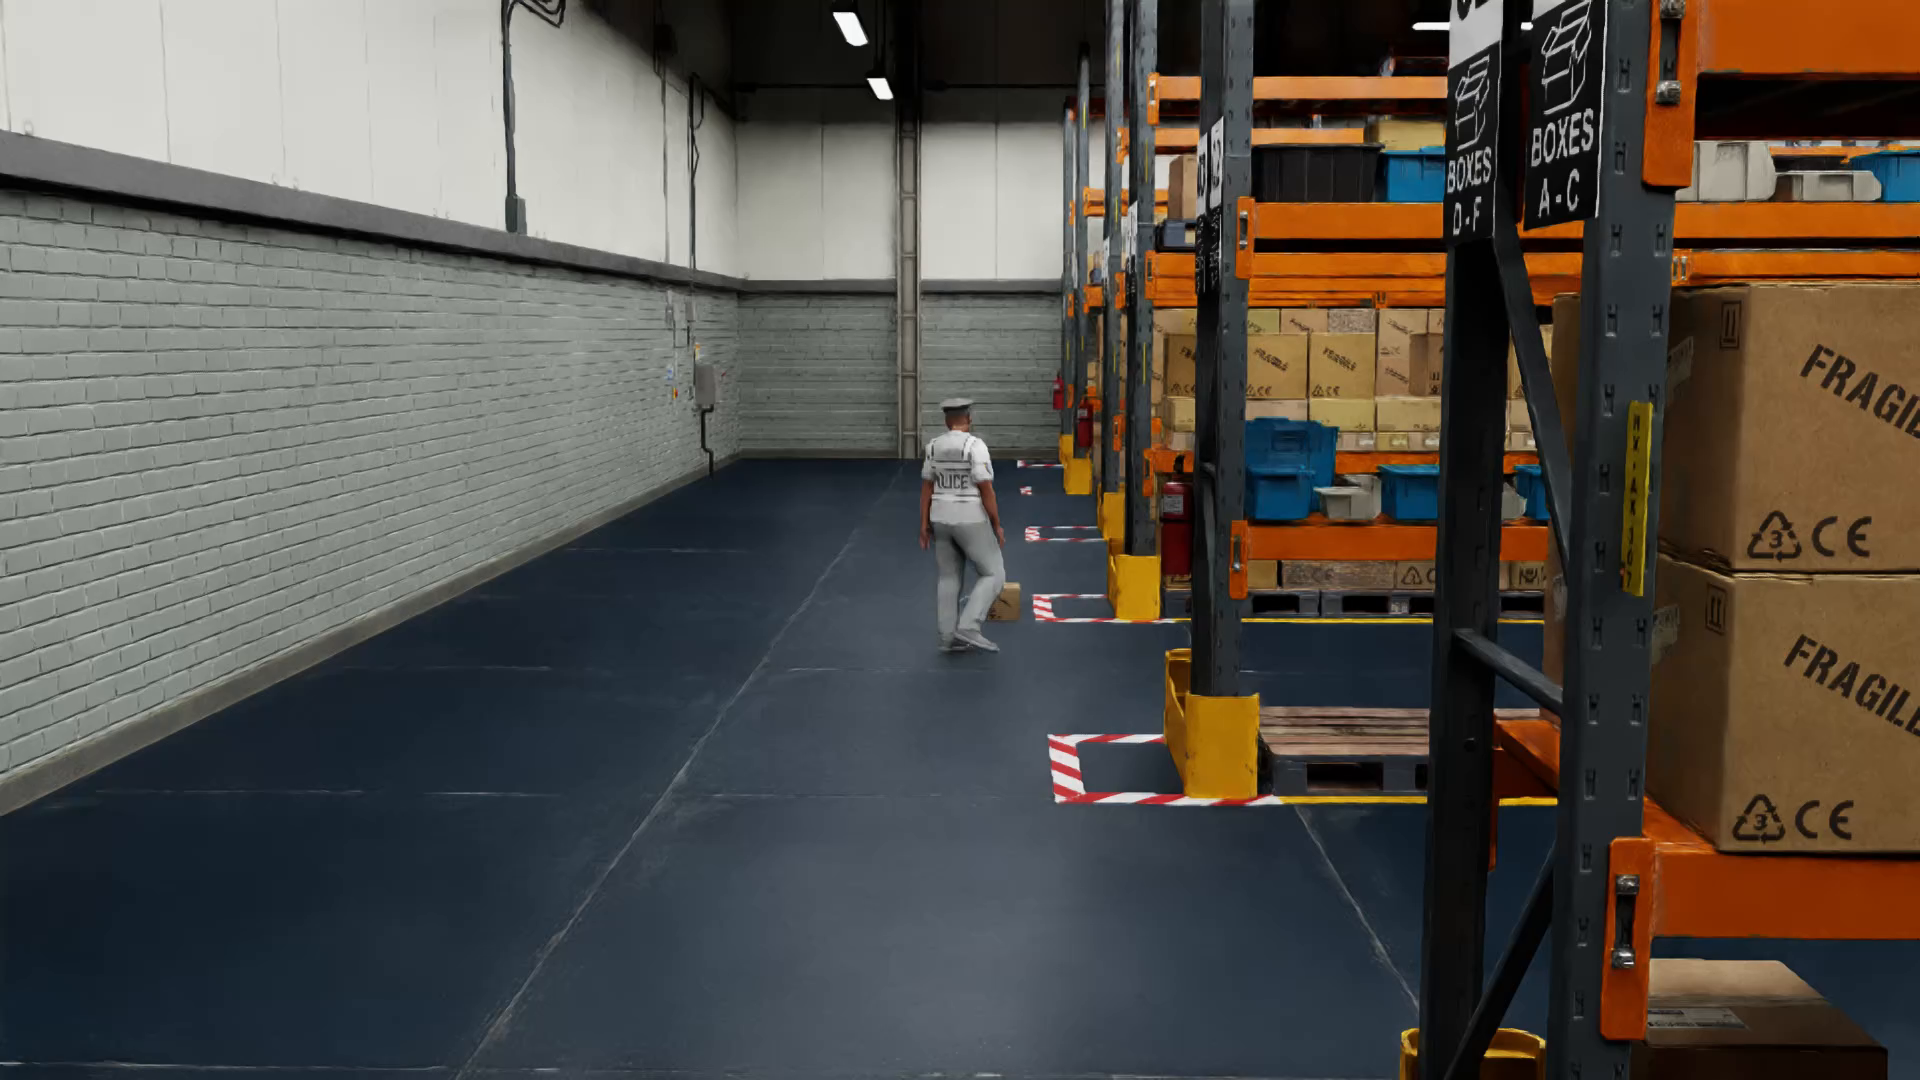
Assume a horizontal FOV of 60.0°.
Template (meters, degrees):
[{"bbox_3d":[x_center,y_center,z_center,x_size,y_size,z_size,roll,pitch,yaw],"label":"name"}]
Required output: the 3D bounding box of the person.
[{"bbox_3d":[0.036,-0.096,11.382,0.721,1.739,0.498,6,9,38],"label":"person"}]
